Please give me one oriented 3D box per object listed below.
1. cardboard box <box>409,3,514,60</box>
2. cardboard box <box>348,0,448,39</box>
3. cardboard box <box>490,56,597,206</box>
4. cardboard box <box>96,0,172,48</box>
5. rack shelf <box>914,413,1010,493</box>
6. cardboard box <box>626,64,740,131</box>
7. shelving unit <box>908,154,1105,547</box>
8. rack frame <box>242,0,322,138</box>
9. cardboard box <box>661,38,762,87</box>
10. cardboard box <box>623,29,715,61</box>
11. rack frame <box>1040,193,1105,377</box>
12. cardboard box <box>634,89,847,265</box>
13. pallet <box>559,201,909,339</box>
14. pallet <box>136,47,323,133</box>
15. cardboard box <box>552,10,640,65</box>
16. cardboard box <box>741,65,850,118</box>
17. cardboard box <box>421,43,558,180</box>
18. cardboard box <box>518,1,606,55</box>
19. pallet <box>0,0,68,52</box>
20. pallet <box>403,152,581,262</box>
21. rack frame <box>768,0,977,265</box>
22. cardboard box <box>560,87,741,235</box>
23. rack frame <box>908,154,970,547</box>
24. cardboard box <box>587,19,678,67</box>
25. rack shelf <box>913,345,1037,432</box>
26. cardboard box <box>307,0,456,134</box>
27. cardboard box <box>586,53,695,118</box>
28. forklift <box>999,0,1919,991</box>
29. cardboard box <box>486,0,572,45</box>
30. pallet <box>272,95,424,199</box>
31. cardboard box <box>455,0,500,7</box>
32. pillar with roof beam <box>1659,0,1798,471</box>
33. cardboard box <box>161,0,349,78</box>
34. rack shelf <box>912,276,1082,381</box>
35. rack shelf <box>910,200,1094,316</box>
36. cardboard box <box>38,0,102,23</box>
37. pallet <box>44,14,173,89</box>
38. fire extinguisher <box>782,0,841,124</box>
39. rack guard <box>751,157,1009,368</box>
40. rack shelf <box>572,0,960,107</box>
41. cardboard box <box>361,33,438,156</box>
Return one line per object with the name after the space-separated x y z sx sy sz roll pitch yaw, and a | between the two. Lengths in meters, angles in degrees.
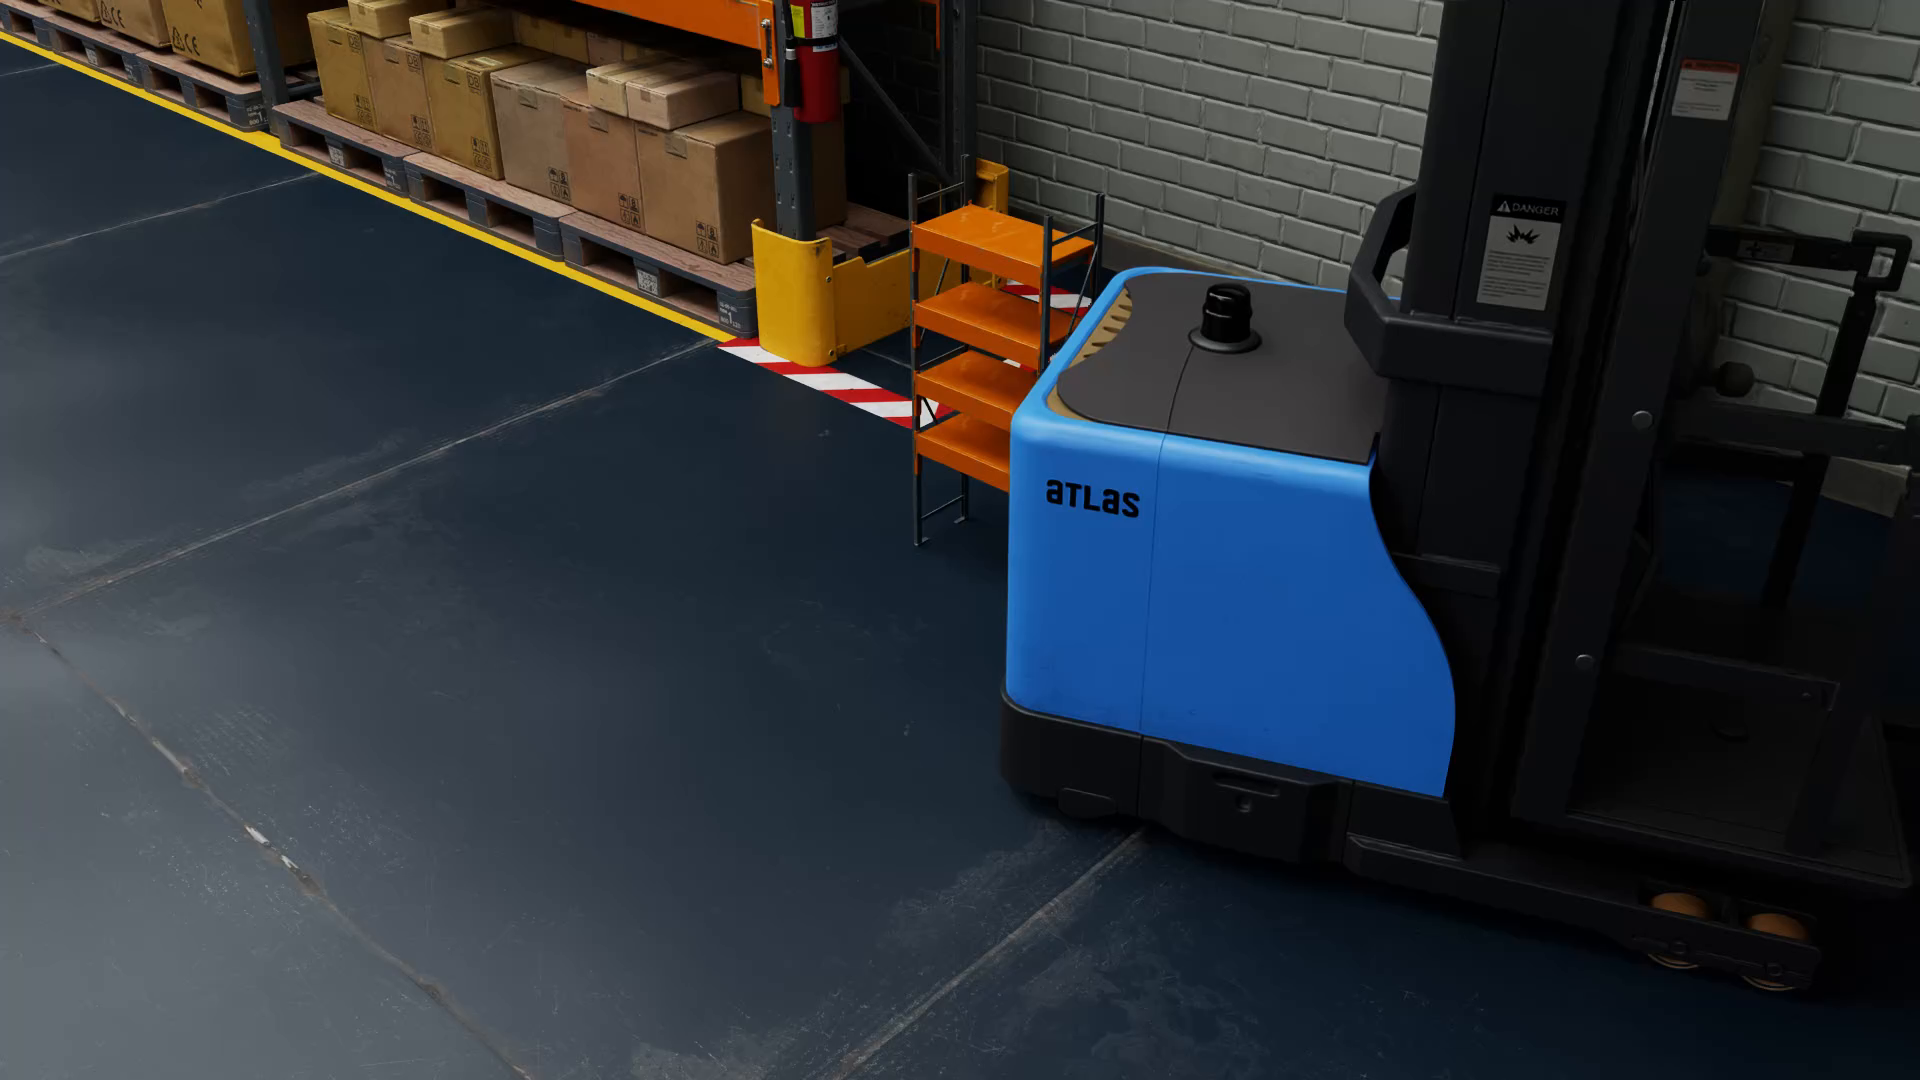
-2.272 -2.325 7.591 0.250 0.149 0.380 24 38 34 | cardboard box
-2.659 -2.505 7.891 0.250 0.149 0.380 27 40 37 | cardboard box
-1.641 -1.880 7.482 0.500 0.500 0.700 24 38 34 | cardboard box
-4.506 -3.346 9.576 0.750 0.750 0.750 26 40 36 | cardboard box
0.123 -0.229 4.982 0.480 0.148 0.258 25 39 35 | rack shelf
-1.114 -1.786 6.696 0.250 0.149 0.380 25 39 35 | cardboard box
0.123 -0.457 4.845 0.503 1.200 0.258 25 39 35 | shelving unit
-3.276 -3.605 8.330 0.127 3.000 1.000 25 39 35 | rack frame
-1.046 -2.020 7.084 0.250 0.149 0.380 25 39 35 | cardboard box
-1.231 -2.106 7.228 0.250 0.149 0.380 25 39 35 | cardboard box
0.304 -0.372 4.705 0.015 1.200 0.240 25 39 35 | rack frame
-0.896 -1.534 6.905 0.500 0.500 0.700 25 39 35 | cardboard box
-0.956 -1.273 7.159 1.213 0.211 1.003 25 39 35 | pallet
-3.899 -2.648 9.445 1.213 0.211 1.003 25 39 35 | pallet
-1.611 -2.283 7.521 0.250 0.149 0.380 25 39 36 | cardboard box
-0.670 -1.845 6.793 0.250 0.149 0.380 25 39 35 | cardboard box
-2.041 -2.062 7.784 0.500 0.500 0.700 26 40 36 | cardboard box
-1.798 -2.371 7.667 0.250 0.149 0.380 24 39 34 | cardboard box
-5.708 -3.493 10.847 1.213 0.211 1.003 25 39 35 | pallet
-1.856 -1.695 7.861 1.213 0.211 1.003 25 39 35 | pallet
-0.310 -2.220 6.030 0.127 3.000 1.000 25 39 35 | rack frame
-1.268 -1.707 7.193 0.500 0.500 0.700 25 39 35 | cardboard box
-0.058 -0.541 4.986 0.015 1.200 0.240 25 39 35 | rack frame
-1.420 -2.194 7.374 0.250 0.149 0.380 26 39 36 | cardboard box
0.123 -0.399 4.880 0.480 0.148 0.258 25 39 35 | rack shelf
-2.790 -2.416 8.371 0.500 0.500 0.700 26 39 36 | cardboard box
-1.304 -1.874 6.843 0.250 0.149 0.380 26 40 36 | cardboard box
1.671 -0.585 3.380 3.031 2.935 1.130 10 33 17 | forklift
-1.990 -2.460 7.815 0.250 0.149 0.380 25 39 36 | cardboard box
-2.765 -2.117 8.562 1.213 0.211 1.003 25 39 35 | pallet
-2.177 -2.547 7.961 0.250 0.149 0.380 24 38 34 | cardboard box
-0.617 -2.541 0.746 0.400 9.000 9.100 25 39 35 | pillar with roof beam
-3.845 -3.039 9.067 0.750 0.750 0.750 26 39 36 | cardboard box
0.123 -0.591 4.765 0.480 0.148 0.258 25 39 35 | rack shelf
0.123 -0.793 4.643 0.480 0.148 0.258 25 39 35 | rack shelf
-5.139 -3.638 10.062 0.750 0.750 0.750 25 39 35 | cardboard box
-4.808 -3.071 10.146 1.213 0.211 1.003 25 39 35 | pallet
-0.508 -1.799 5.766 0.183 0.674 0.296 25 39 35 | fire extinguisher
-0.293 -1.141 6.661 0.348 0.500 1.175 25 39 35 | rack guard
-1.793 -2.604 7.365 4.000 0.370 1.077 25 39 35 | rack shelf
-2.420 -2.241 8.080 0.500 0.500 0.700 25 39 35 | cardboard box
